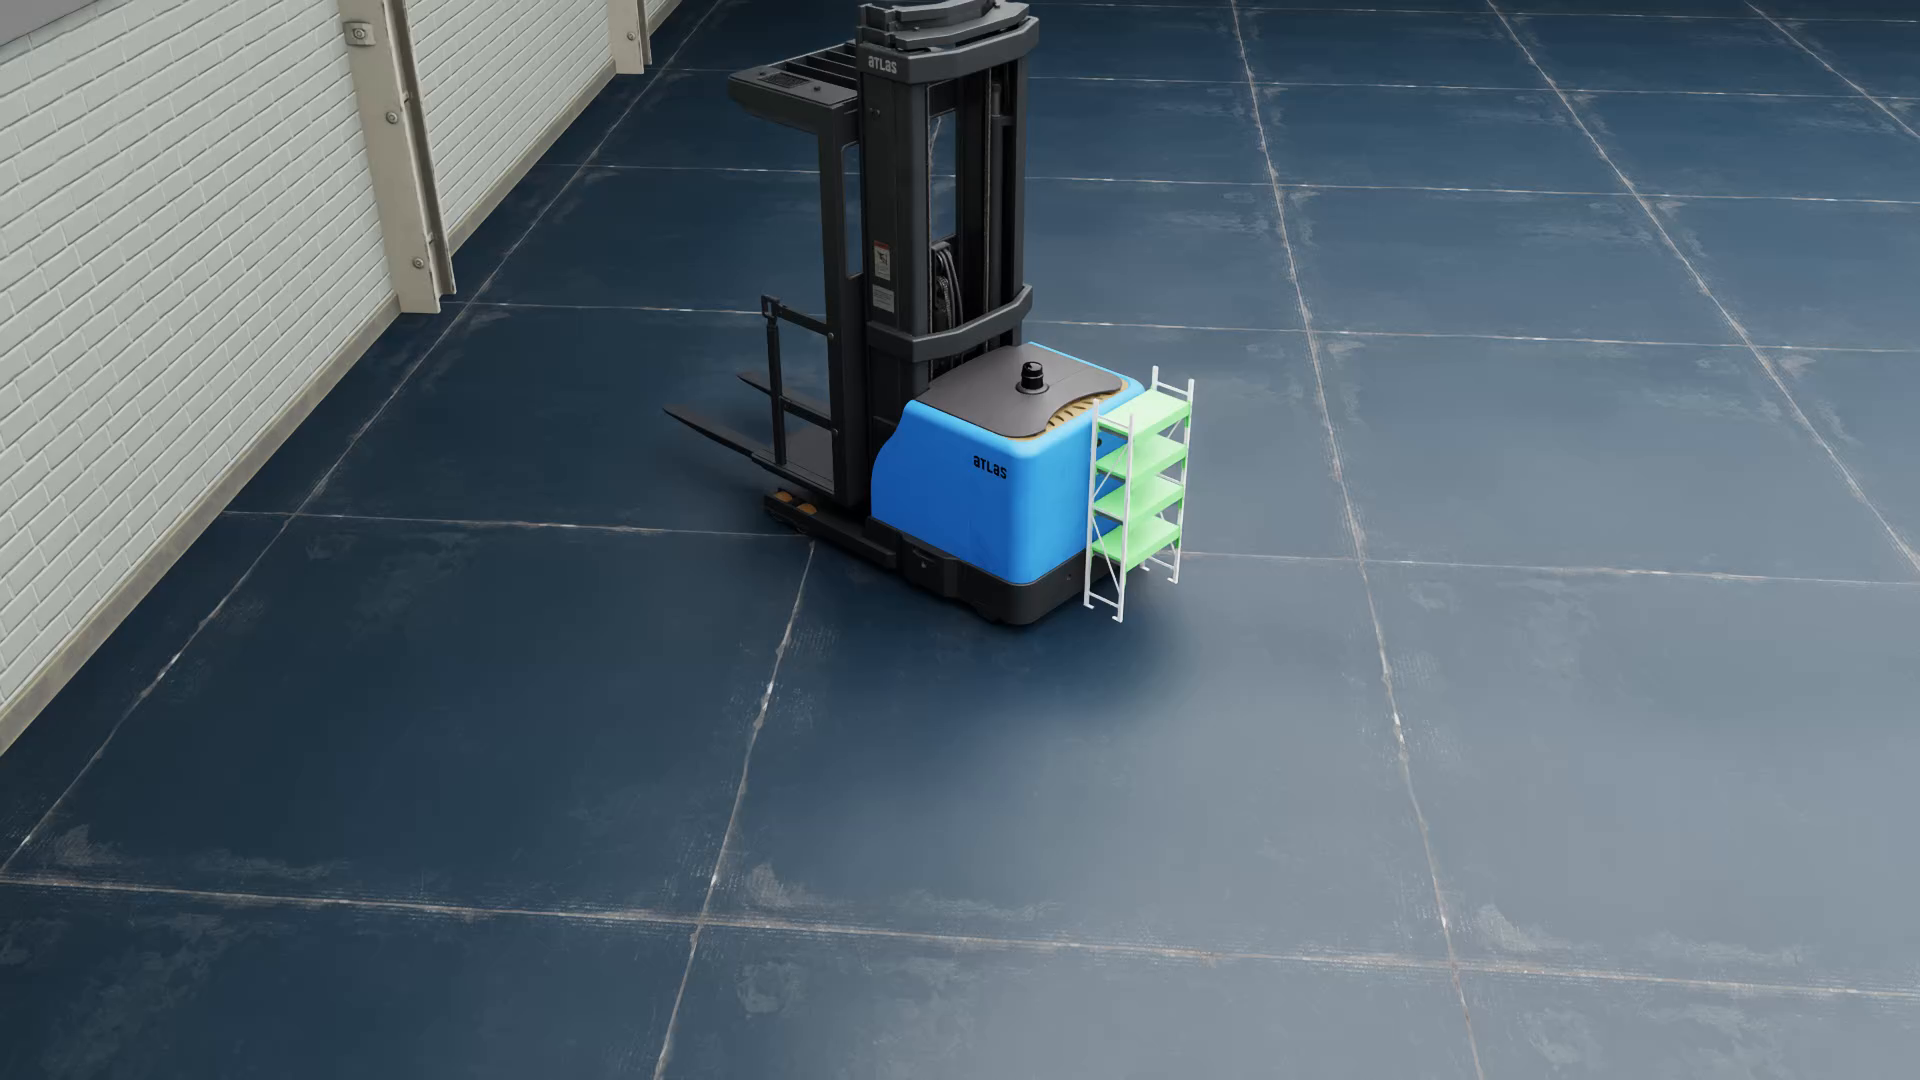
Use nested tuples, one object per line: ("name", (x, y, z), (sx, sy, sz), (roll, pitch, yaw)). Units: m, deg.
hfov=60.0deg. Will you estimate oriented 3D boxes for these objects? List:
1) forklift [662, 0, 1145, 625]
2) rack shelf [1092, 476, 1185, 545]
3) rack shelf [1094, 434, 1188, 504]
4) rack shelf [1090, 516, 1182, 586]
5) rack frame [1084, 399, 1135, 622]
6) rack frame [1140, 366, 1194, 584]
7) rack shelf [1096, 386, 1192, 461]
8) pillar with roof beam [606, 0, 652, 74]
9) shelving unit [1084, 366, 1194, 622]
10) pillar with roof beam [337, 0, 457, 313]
("forklift", (-0.468, -1.468, 8.838), (3.031, 2.935, 1.130), (25, 40, 35))
("rack shelf", (0.904, -0.172, 8.507), (0.258, 0.148, 0.480), (25, 40, 35))
("rack shelf", (0.904, -0.376, 8.381), (0.258, 0.148, 0.480), (25, 40, 35))
("rack shelf", (0.904, 0.032, 8.633), (0.258, 0.148, 0.480), (25, 40, 35))
("rack frame", (0.742, -0.131, 8.319), (0.240, 1.200, 0.015), (25, 40, 35))
("rack frame", (1.067, -0.322, 8.628), (0.240, 1.200, 0.015), (25, 40, 35))
("rack shelf", (0.904, -0.581, 8.255), (0.258, 0.148, 0.480), (25, 40, 35))
("pillar with roof beam", (0.915, -8.513, 14.487), (9.100, 9.000, 0.400), (2, 32, 4))
("shelving unit", (0.904, -0.226, 8.474), (0.258, 1.200, 0.503), (25, 40, 35))
("pillar with roof beam", (0.426, -5.376, 9.396), (9.100, 9.000, 0.400), (2, 32, 4))
